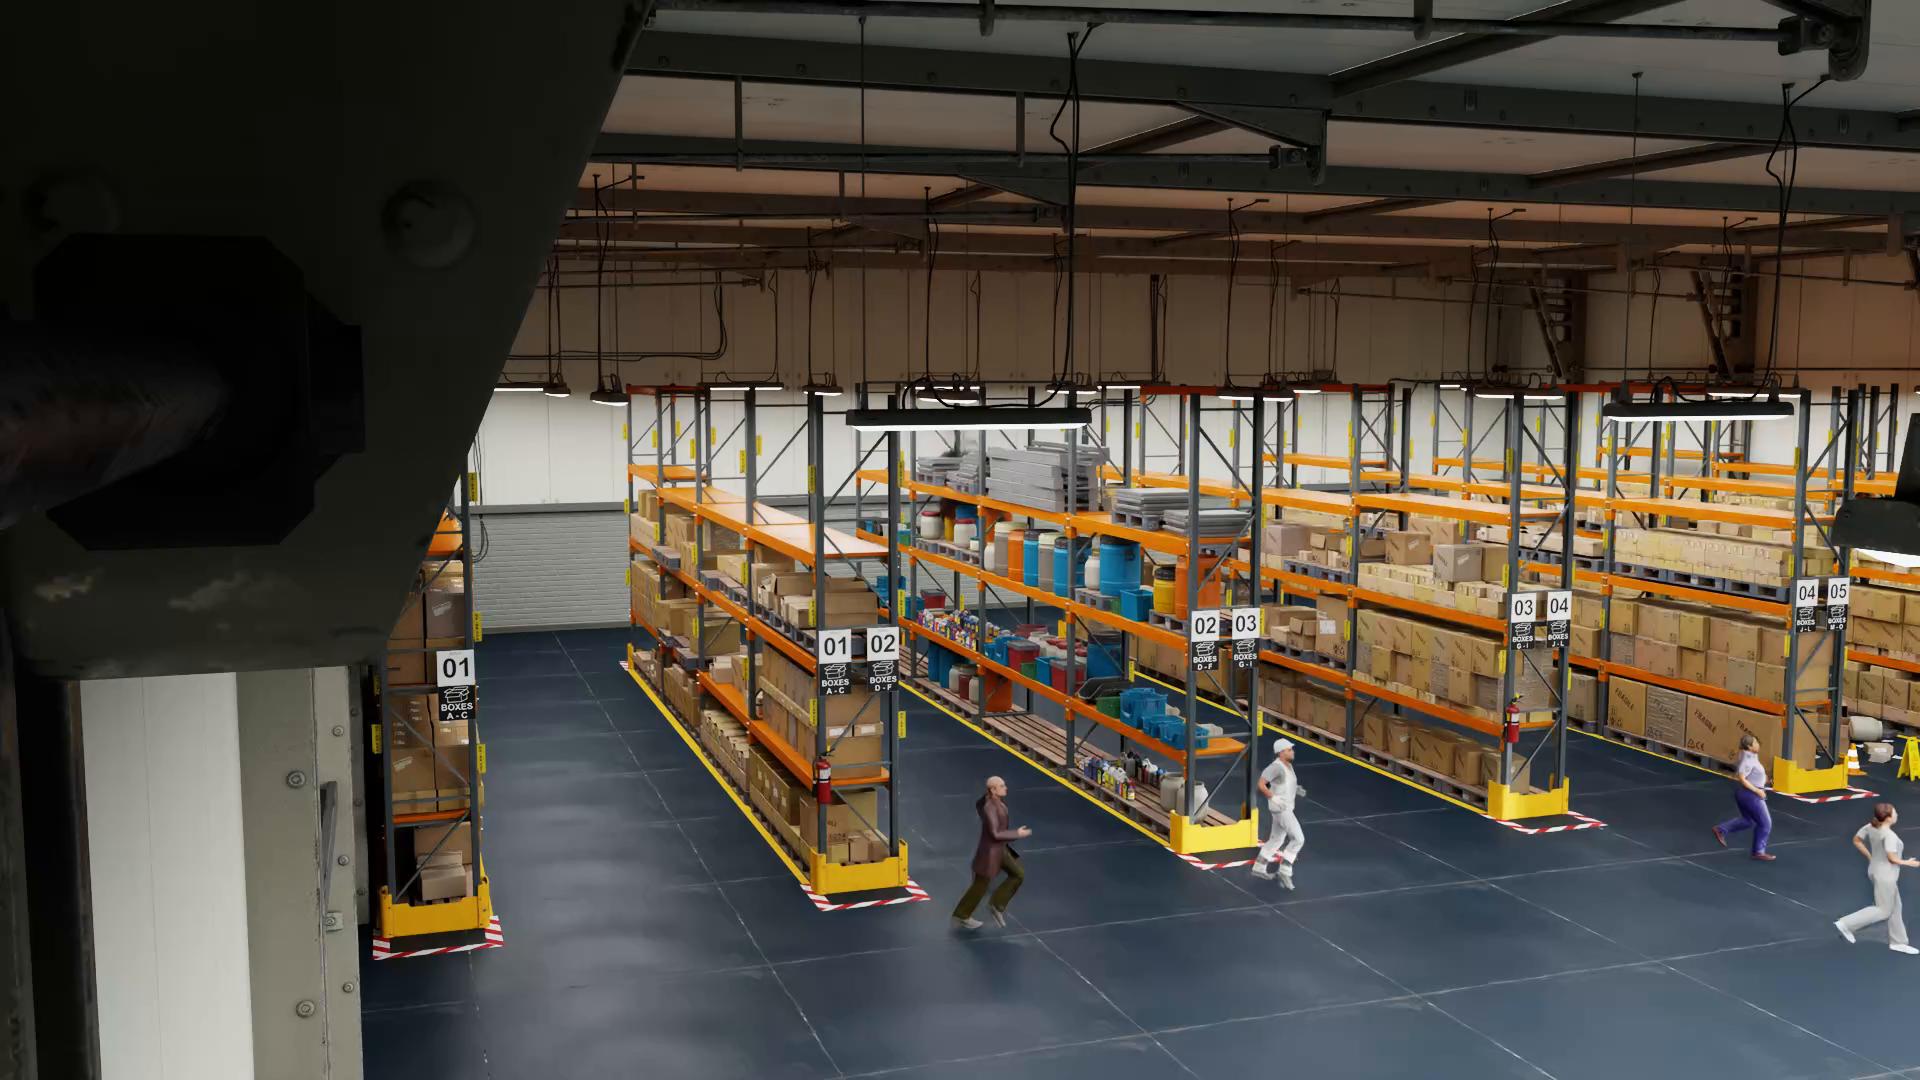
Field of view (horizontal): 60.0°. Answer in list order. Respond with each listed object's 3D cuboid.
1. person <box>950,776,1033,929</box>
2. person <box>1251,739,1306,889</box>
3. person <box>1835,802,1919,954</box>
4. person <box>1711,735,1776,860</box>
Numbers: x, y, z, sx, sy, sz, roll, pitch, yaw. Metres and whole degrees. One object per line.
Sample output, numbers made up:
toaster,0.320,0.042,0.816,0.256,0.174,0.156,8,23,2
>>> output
person,0.375,3.517,18.739,0.931,1.771,0.730,1,6,14
person,3.937,3.269,20.431,0.637,1.675,0.692,2,6,20
person,9.935,3.656,17.969,0.922,1.672,0.568,0,6,3
person,10.166,3.315,21.501,0.758,1.605,0.617,2,6,16
